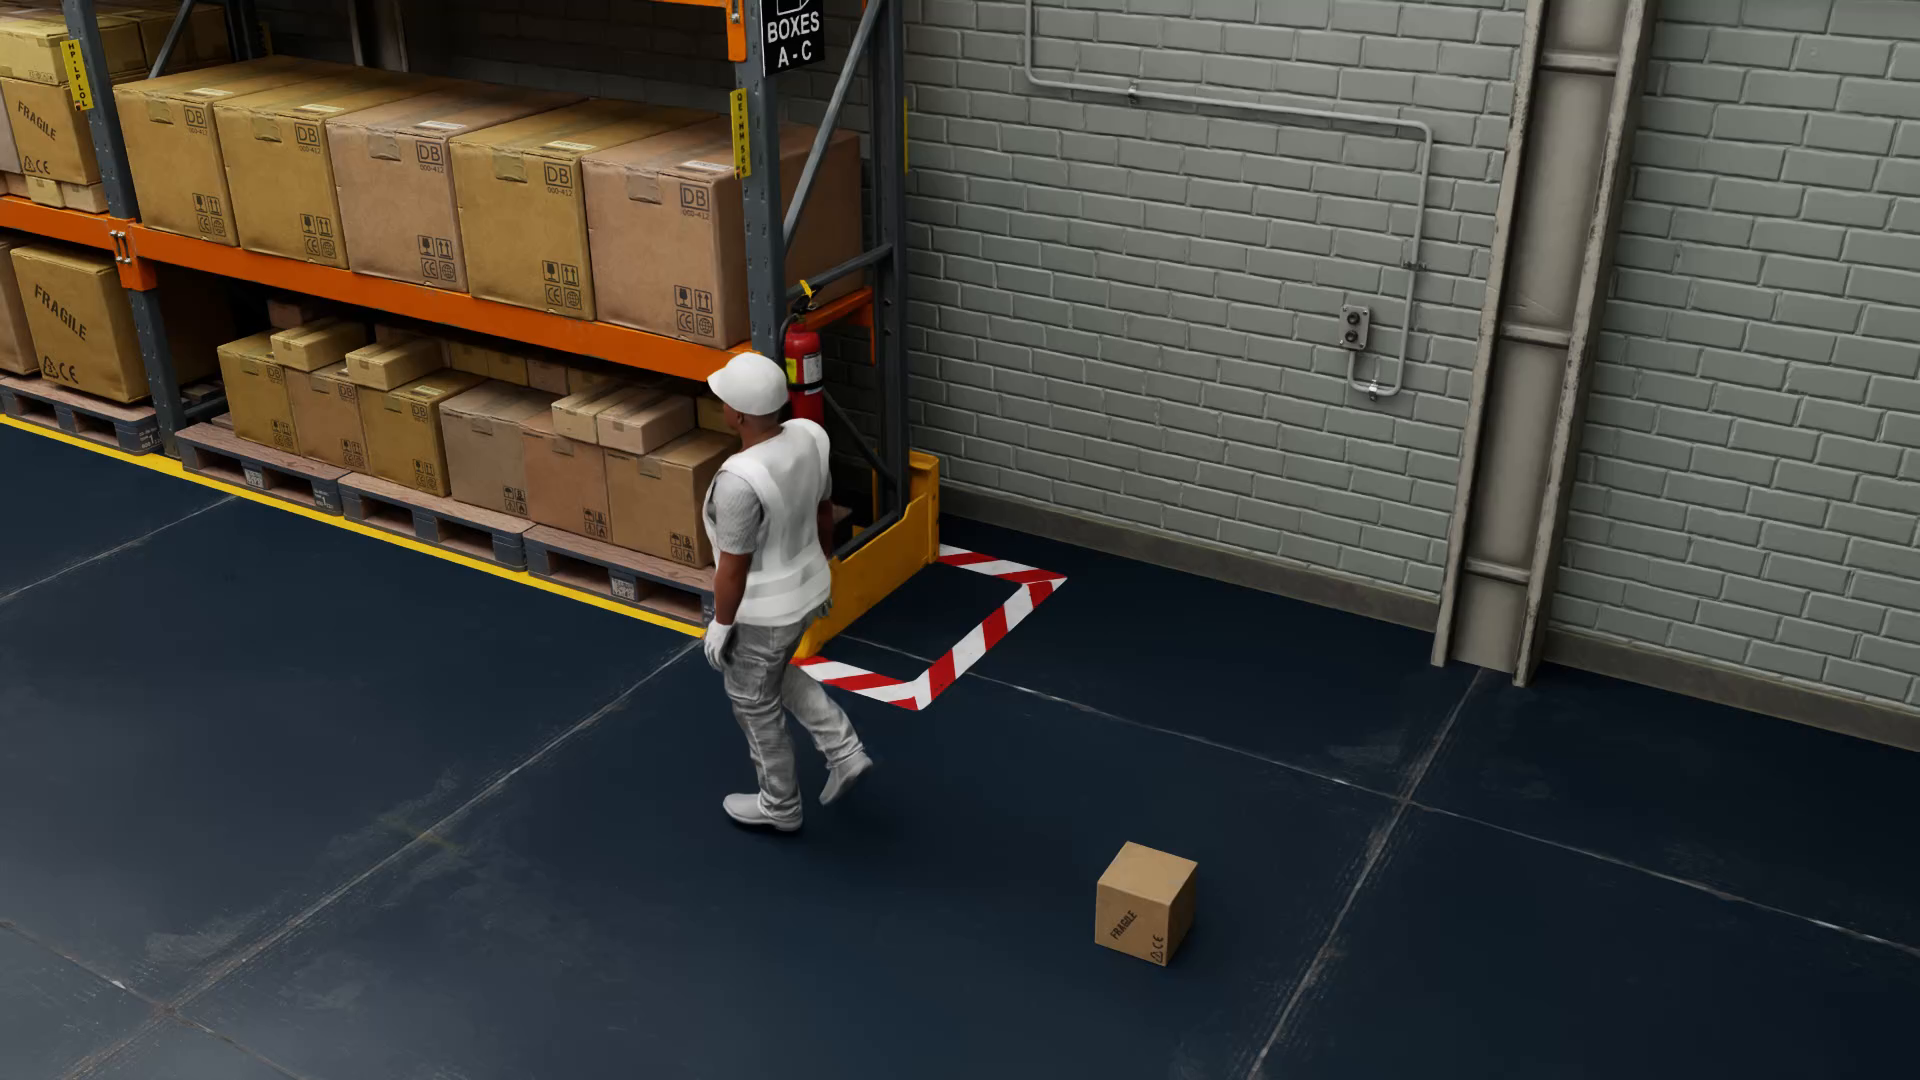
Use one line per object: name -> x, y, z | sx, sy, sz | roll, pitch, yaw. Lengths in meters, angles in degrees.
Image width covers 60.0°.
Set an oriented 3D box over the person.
person -> -0.591, 0.210, 5.606 | 0.526, 1.777, 0.563 | 12, 29, 23
